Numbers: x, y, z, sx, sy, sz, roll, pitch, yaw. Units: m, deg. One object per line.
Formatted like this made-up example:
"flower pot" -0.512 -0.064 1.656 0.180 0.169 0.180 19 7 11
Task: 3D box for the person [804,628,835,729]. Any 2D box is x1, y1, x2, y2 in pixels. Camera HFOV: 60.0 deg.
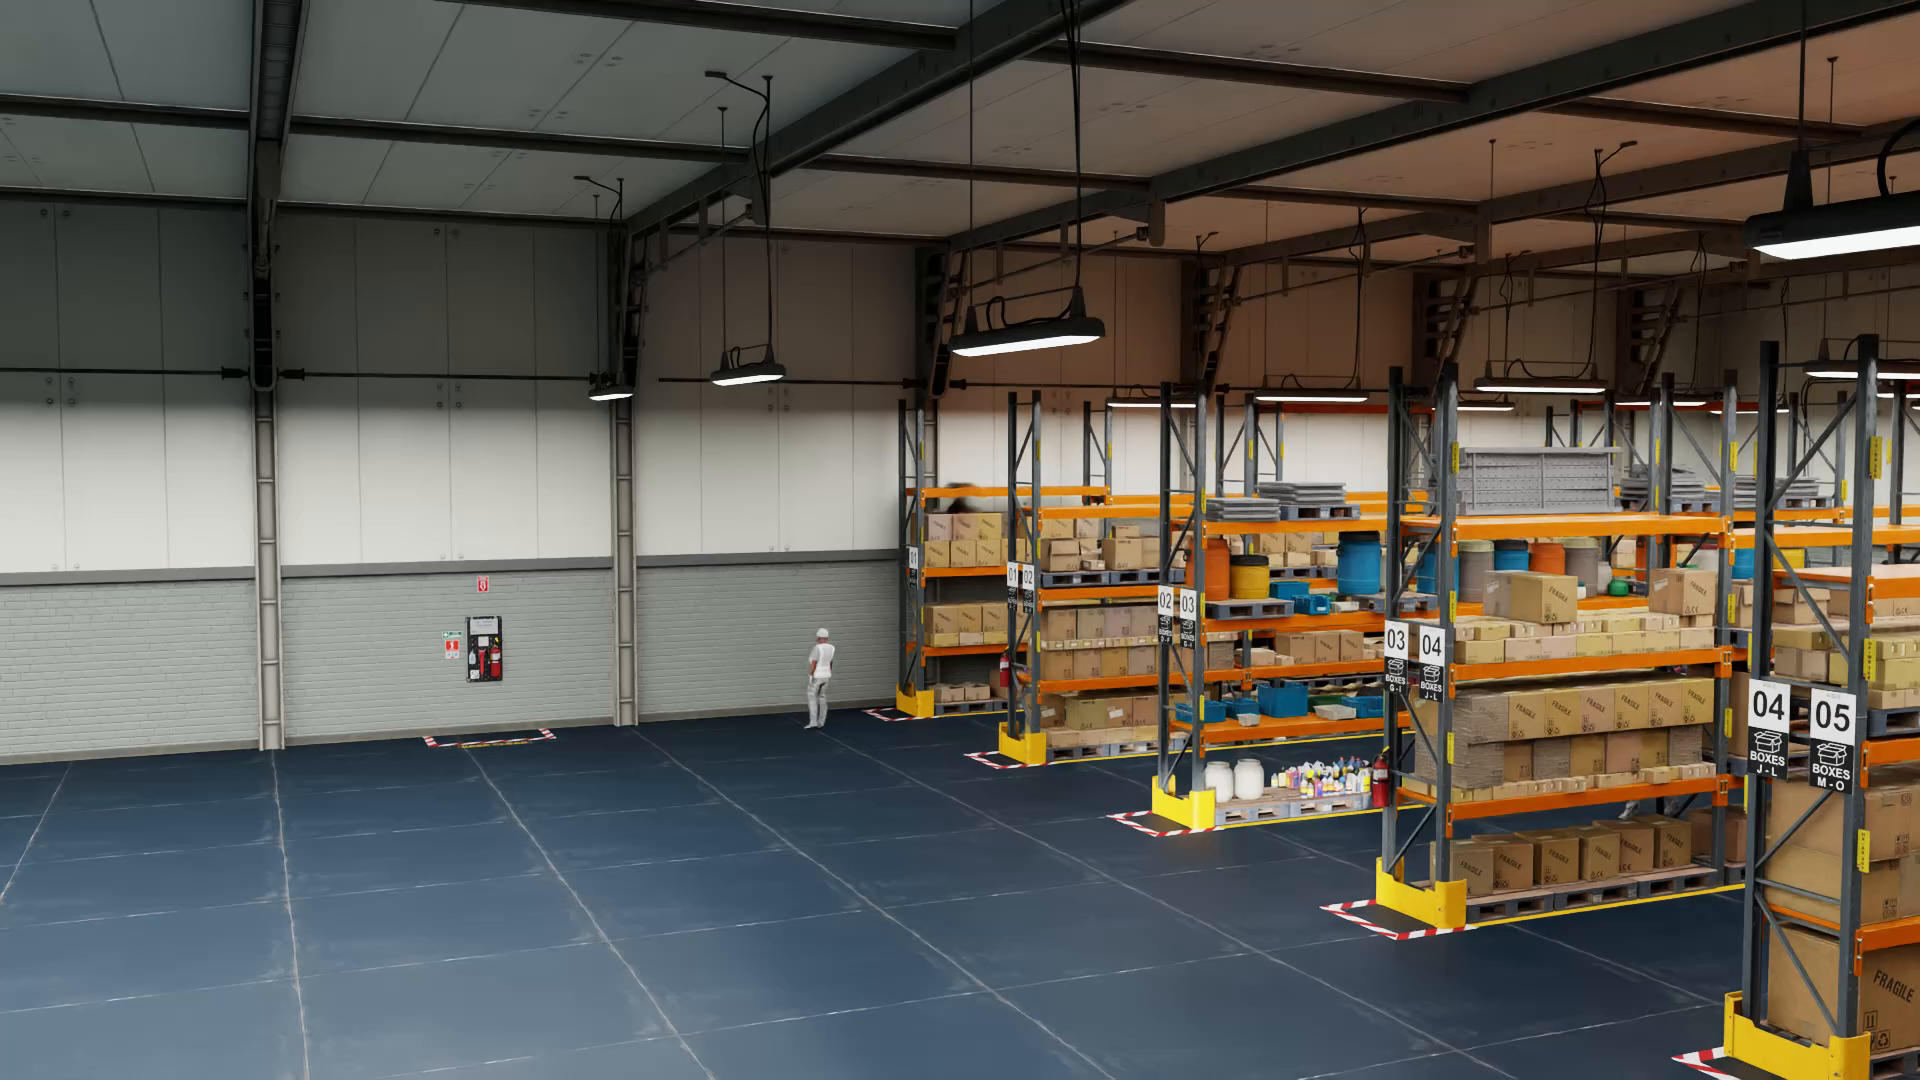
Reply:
"person" -2.566 2.517 30.159 0.391 1.831 0.604 3 4 38

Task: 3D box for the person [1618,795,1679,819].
"person" 9.505 2.951 22.779 0.829 1.816 0.544 -1 4 -18

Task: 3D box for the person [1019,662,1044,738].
"person" 1.282 2.597 29.103 0.607 1.744 0.598 2 4 29
